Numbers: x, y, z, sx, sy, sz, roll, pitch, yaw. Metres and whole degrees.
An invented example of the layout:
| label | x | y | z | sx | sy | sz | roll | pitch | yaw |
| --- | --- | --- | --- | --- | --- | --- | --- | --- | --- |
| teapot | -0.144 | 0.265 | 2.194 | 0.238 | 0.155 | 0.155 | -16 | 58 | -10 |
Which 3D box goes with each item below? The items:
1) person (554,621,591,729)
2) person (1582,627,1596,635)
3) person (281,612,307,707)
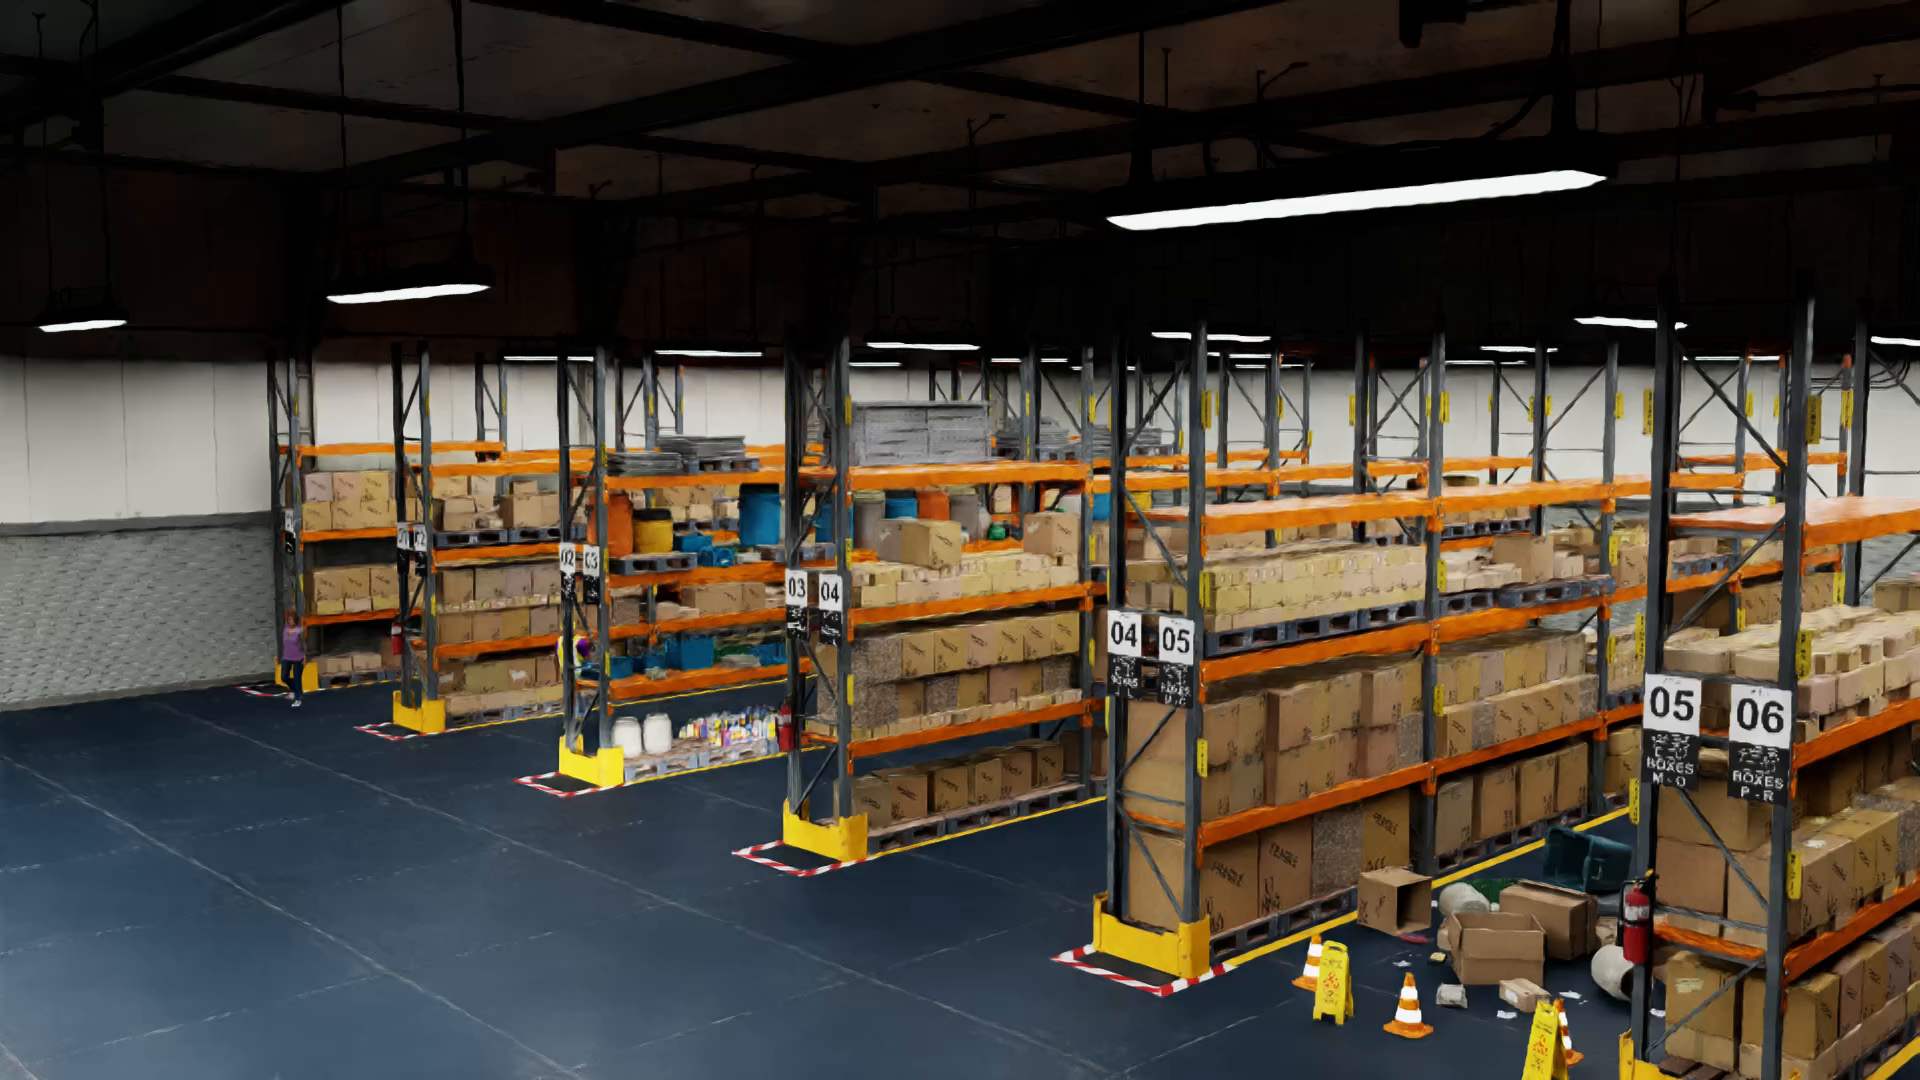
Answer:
| label | x | y | z | sx | sy | sz | roll | pitch | yaw |
| --- | --- | --- | --- | --- | --- | --- | --- | --- | --- |
| person | -6.057 | 2.074 | 25.930 | 0.621 | 1.725 | 0.959 | 2 | 5 | 24 |
| person | 9.443 | 2.150 | 24.944 | 0.702 | 1.735 | 0.549 | 5 | 7 | 44 |
| person | -11.072 | 1.977 | 27.698 | 0.474 | 1.590 | 0.478 | 1 | 5 | 7 |
